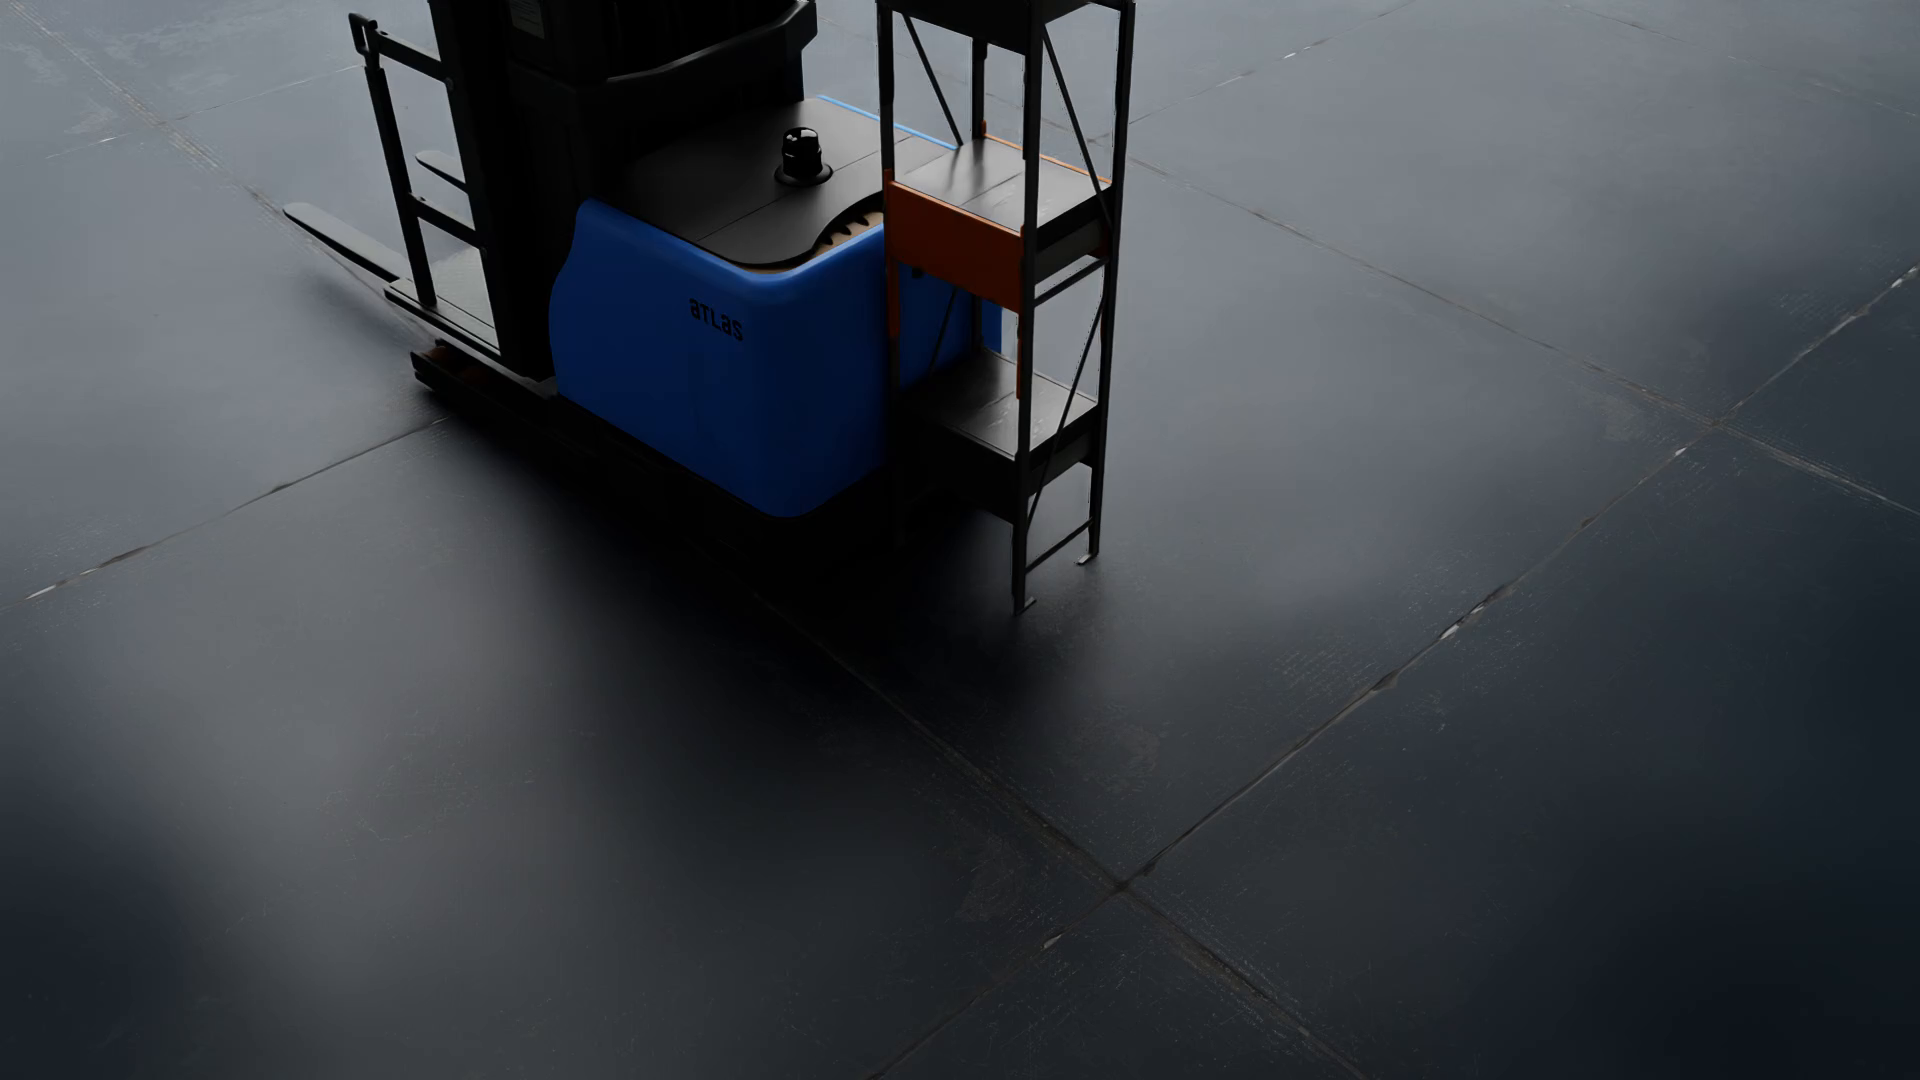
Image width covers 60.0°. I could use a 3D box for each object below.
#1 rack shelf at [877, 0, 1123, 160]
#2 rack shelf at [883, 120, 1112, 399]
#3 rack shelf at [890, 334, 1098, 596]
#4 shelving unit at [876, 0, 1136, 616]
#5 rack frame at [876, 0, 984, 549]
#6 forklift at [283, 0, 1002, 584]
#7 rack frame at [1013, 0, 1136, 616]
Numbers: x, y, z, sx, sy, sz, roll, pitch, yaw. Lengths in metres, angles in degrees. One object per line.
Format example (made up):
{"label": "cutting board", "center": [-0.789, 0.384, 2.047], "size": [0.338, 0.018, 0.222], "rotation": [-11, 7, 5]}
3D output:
{"label": "rack shelf", "center": [0.113, -1.321, 4.122], "size": [0.480, 0.518, 0.431], "rotation": [29, 47, 31]}
{"label": "rack shelf", "center": [0.113, -0.776, 4.561], "size": [0.480, 0.518, 0.431], "rotation": [29, 47, 31]}
{"label": "rack shelf", "center": [0.113, -0.232, 5.001], "size": [0.480, 0.518, 0.431], "rotation": [29, 47, 31]}
{"label": "shelving unit", "center": [0.113, -0.787, 4.553], "size": [0.503, 2.100, 0.431], "rotation": [29, 47, 31]}
{"label": "rack frame", "center": [-0.071, -0.888, 4.678], "size": [0.015, 2.100, 0.400], "rotation": [29, 47, 31]}
{"label": "forklift", "center": [-1.293, -1.799, 5.144], "size": [3.031, 2.935, 1.130], "rotation": [29, 47, 31]}
{"label": "rack frame", "center": [0.297, -0.686, 4.428], "size": [0.015, 2.100, 0.400], "rotation": [29, 47, 31]}
